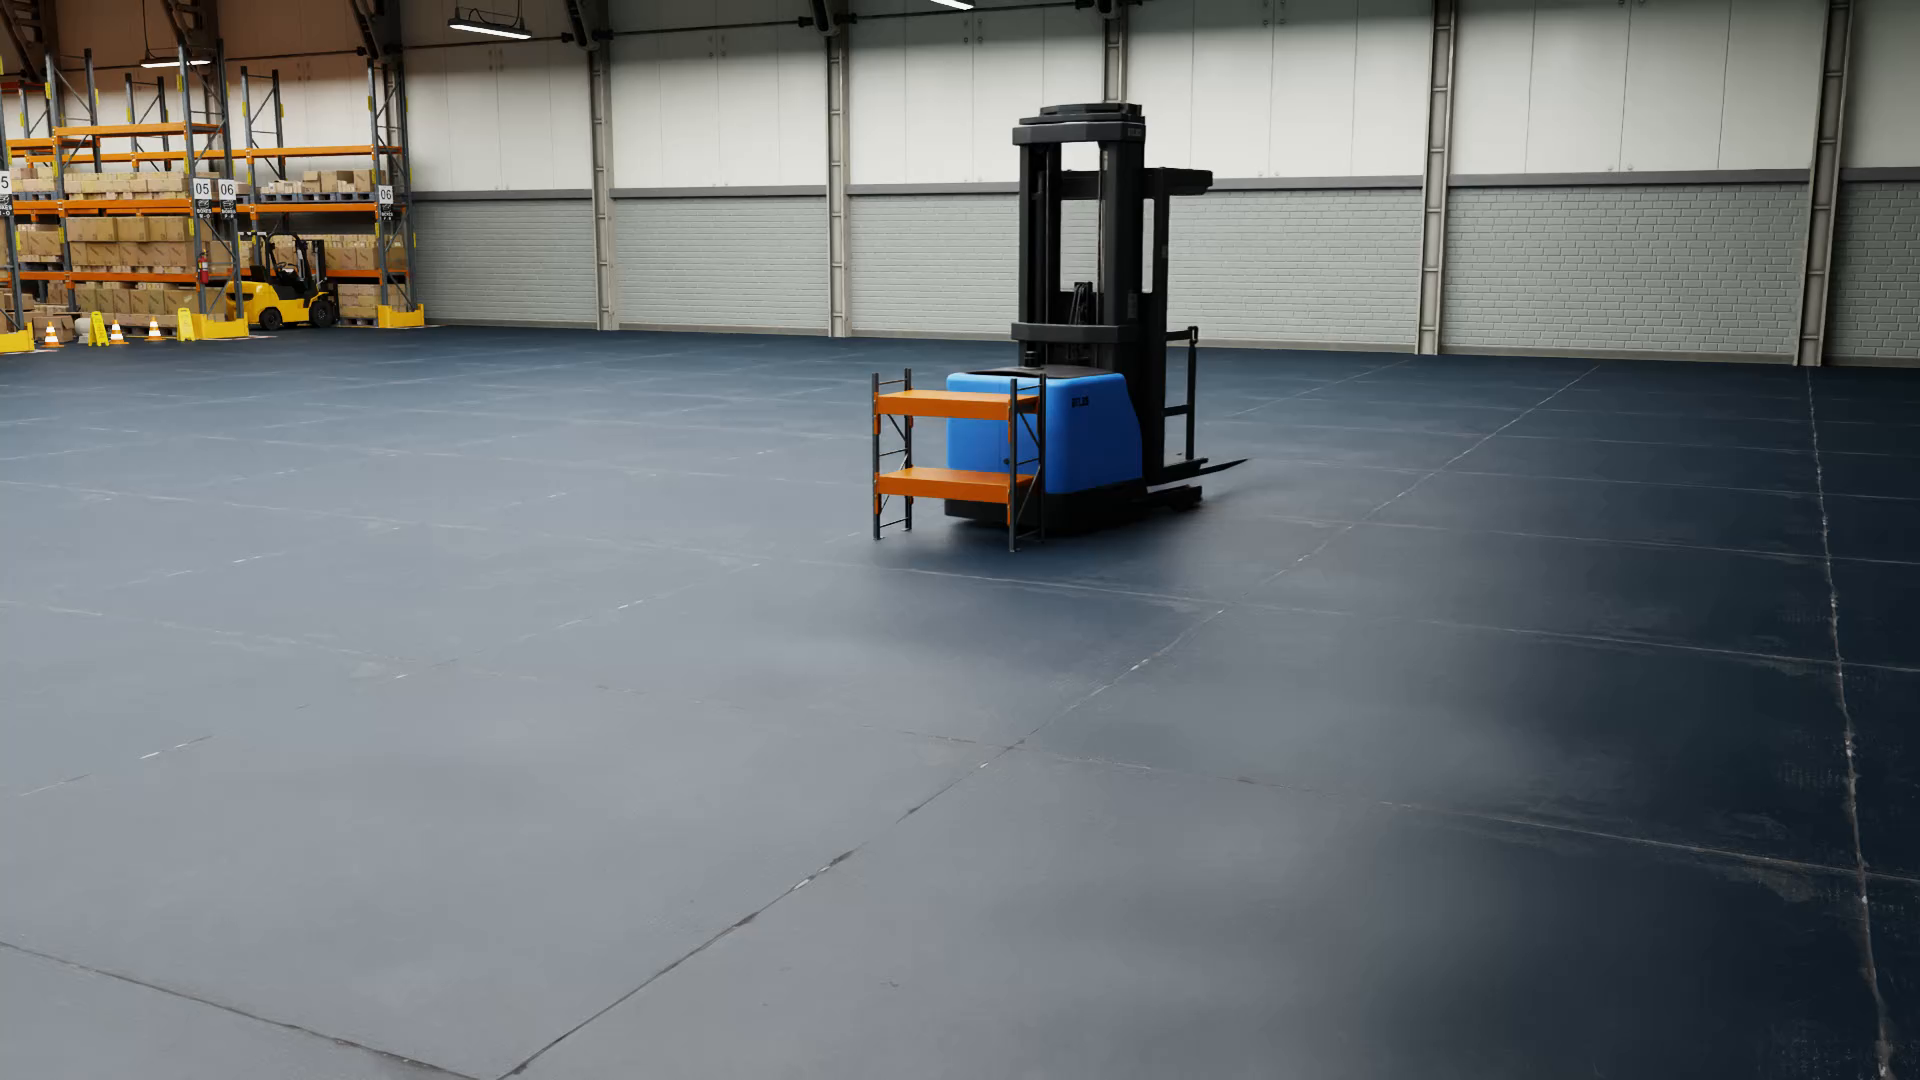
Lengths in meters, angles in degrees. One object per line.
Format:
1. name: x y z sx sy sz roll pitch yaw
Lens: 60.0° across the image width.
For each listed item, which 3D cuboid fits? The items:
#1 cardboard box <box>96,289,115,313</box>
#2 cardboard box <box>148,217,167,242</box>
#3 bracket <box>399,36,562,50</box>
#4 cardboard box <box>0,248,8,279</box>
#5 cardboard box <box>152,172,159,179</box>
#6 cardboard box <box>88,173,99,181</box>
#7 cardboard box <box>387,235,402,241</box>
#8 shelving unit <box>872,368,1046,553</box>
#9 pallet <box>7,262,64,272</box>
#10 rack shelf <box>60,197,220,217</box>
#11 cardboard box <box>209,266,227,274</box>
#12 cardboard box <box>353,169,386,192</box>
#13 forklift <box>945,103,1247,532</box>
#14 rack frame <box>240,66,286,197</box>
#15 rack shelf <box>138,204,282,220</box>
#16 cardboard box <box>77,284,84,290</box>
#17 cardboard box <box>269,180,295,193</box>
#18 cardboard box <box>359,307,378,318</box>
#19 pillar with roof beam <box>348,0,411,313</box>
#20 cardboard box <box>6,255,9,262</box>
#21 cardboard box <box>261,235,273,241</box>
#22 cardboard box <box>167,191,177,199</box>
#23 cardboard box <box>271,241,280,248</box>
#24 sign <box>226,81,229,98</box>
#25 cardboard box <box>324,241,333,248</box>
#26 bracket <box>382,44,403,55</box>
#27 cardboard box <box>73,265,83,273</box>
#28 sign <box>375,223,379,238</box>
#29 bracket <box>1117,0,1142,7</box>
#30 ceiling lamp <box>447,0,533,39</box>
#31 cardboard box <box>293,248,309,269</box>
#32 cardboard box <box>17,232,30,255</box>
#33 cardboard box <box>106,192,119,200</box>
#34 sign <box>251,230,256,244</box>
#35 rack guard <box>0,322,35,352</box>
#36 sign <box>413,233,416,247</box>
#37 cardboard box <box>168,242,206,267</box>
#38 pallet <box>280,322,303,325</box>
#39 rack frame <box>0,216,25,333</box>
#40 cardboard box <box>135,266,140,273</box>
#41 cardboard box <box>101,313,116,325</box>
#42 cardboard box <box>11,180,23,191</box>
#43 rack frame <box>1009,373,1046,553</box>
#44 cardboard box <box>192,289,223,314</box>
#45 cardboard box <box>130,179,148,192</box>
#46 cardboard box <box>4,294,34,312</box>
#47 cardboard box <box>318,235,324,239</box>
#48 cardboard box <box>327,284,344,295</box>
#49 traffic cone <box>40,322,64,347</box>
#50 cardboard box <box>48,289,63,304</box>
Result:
1. cardboard box: -17.911 -5.073 35.274 0.500 0.500 0.500 6 12 28
2. cardboard box: -16.224 -6.399 34.242 0.500 0.500 0.700 5 11 26
3. bracket: -10.711 -11.087 37.112 4.783 0.066 0.076 5 11 26
4. cardboard box: -17.672 -4.962 29.806 0.550 0.550 0.875 5 11 26
5. cardboard box: -16.309 -7.461 34.078 0.250 0.149 0.380 5 11 26
6. cardboard box: -17.966 -7.585 34.762 0.250 0.149 0.380 5 11 25
7. cardboard box: -13.233 -7.034 38.733 0.250 0.149 0.380 5 11 25
8. shelving unit: -0.008 -0.554 11.130 1.048 1.125 0.538 5 11 26
9. pallet: -20.600 -6.052 36.784 1.213 0.211 1.003 5 11 26
10. rack shelf: -17.013 -6.945 34.777 4.000 0.370 1.077 5 11 26
11. cardboard box: -15.432 -5.601 34.463 0.250 0.149 0.380 5 11 26
12. cardboard box: -13.531 -8.235 38.147 0.500 0.500 0.500 5 12 28
13. forklift: 1.180 -1.709 12.442 1.130 2.935 3.031 8 13 36
14. rack frame: -16.613 -9.725 39.699 0.127 3.000 1.000 5 11 26
15. rack shelf: -18.407 -8.053 40.901 4.000 0.370 1.077 5 11 26
16. cardboard box: -22.606 -6.556 43.050 0.250 0.149 0.380 5 11 26
17. cardboard box: -15.975 -8.357 39.350 0.500 0.311 0.500 5 12 27
18. cardboard box: -13.587 -5.298 38.625 0.500 0.250 0.500 5 11 26
19. pillar with roof beam: -15.157 -8.922 35.257 0.548 9.000 9.100 5 11 26
20. cardboard box: -20.756 -6.188 36.526 0.250 0.149 0.380 5 12 28
21. cardboard box: -16.459 -7.216 39.739 0.250 0.149 0.380 5 12 27
22. cardboard box: -15.901 -7.015 33.853 0.250 0.149 0.380 5 11 26
23. cardboard box: -16.211 -7.055 39.684 0.250 0.149 0.380 5 12 27
24. sign: -14.979 -9.202 33.964 0.005 0.325 0.100 5 11 26
25. cardboard box: -14.622 -6.906 38.865 0.250 0.149 0.380 5 11 26
26. bracket: -13.037 -11.291 38.241 0.430 0.232 0.235 5 11 26
27. cardboard box: -18.666 -5.781 35.453 0.250 0.149 0.380 5 11 26
28. sign: -13.279 -7.059 37.894 0.005 0.325 0.100 5 11 26
29. bracket: 3.105 -9.873 30.404 0.430 0.232 0.235 5 11 26
30. ceiling lamp: -8.649 -11.134 31.090 0.800 3.185 2.000 5 11 26
31. cardboard box: -15.402 -6.668 39.369 0.500 0.500 0.500 5 11 25
32. cardboard box: -20.227 -6.463 36.222 0.500 0.500 0.500 5 12 28
33. cardboard box: -17.518 -7.153 34.616 0.250 0.149 0.380 5 11 25
34. sign: -16.845 -7.217 39.654 0.005 0.325 0.100 5 11 26
35. rack guard: -17.297 -3.635 29.910 0.348 0.500 1.175 5 11 26
36. sign: -12.775 -7.011 38.894 0.005 0.325 0.100 5 11 26
37. cardboard box: -15.828 -5.860 34.067 0.500 0.500 0.500 5 11 25
38. pallet: -15.919 -5.332 40.098 1.213 0.211 1.003 5 11 26
39. rack frame: -17.319 -4.867 29.698 0.127 3.000 1.000 5 11 26
40. cardboard box: -17.011 -5.660 34.789 0.250 0.149 0.380 5 11 26
41. cardboard box: -17.913 -4.704 35.341 0.500 0.250 0.500 6 12 29
42. cardboard box: -20.303 -7.693 36.134 0.500 0.250 0.500 5 11 27
43. rack frame: 0.446 -0.513 10.906 0.032 1.125 0.500 5 11 26
44. cardboard box: -15.842 -4.997 34.855 0.500 0.500 0.500 5 11 24
45. cardboard box: -16.715 -7.291 34.256 0.500 0.250 0.500 5 12 27
46. cardboard box: -19.567 -4.836 34.423 0.500 0.500 0.500 5 11 26
47. cardboard box: -14.819 -7.087 39.031 0.250 0.149 0.380 5 11 27
48. cardboard box: -14.495 -5.868 38.963 0.500 0.250 0.500 5 11 27
49. traffic cone: -17.167 -3.887 31.408 0.334 0.463 0.336 5 11 26
50. cardboard box: -23.453 -6.306 43.492 0.500 0.500 0.500 6 12 28
